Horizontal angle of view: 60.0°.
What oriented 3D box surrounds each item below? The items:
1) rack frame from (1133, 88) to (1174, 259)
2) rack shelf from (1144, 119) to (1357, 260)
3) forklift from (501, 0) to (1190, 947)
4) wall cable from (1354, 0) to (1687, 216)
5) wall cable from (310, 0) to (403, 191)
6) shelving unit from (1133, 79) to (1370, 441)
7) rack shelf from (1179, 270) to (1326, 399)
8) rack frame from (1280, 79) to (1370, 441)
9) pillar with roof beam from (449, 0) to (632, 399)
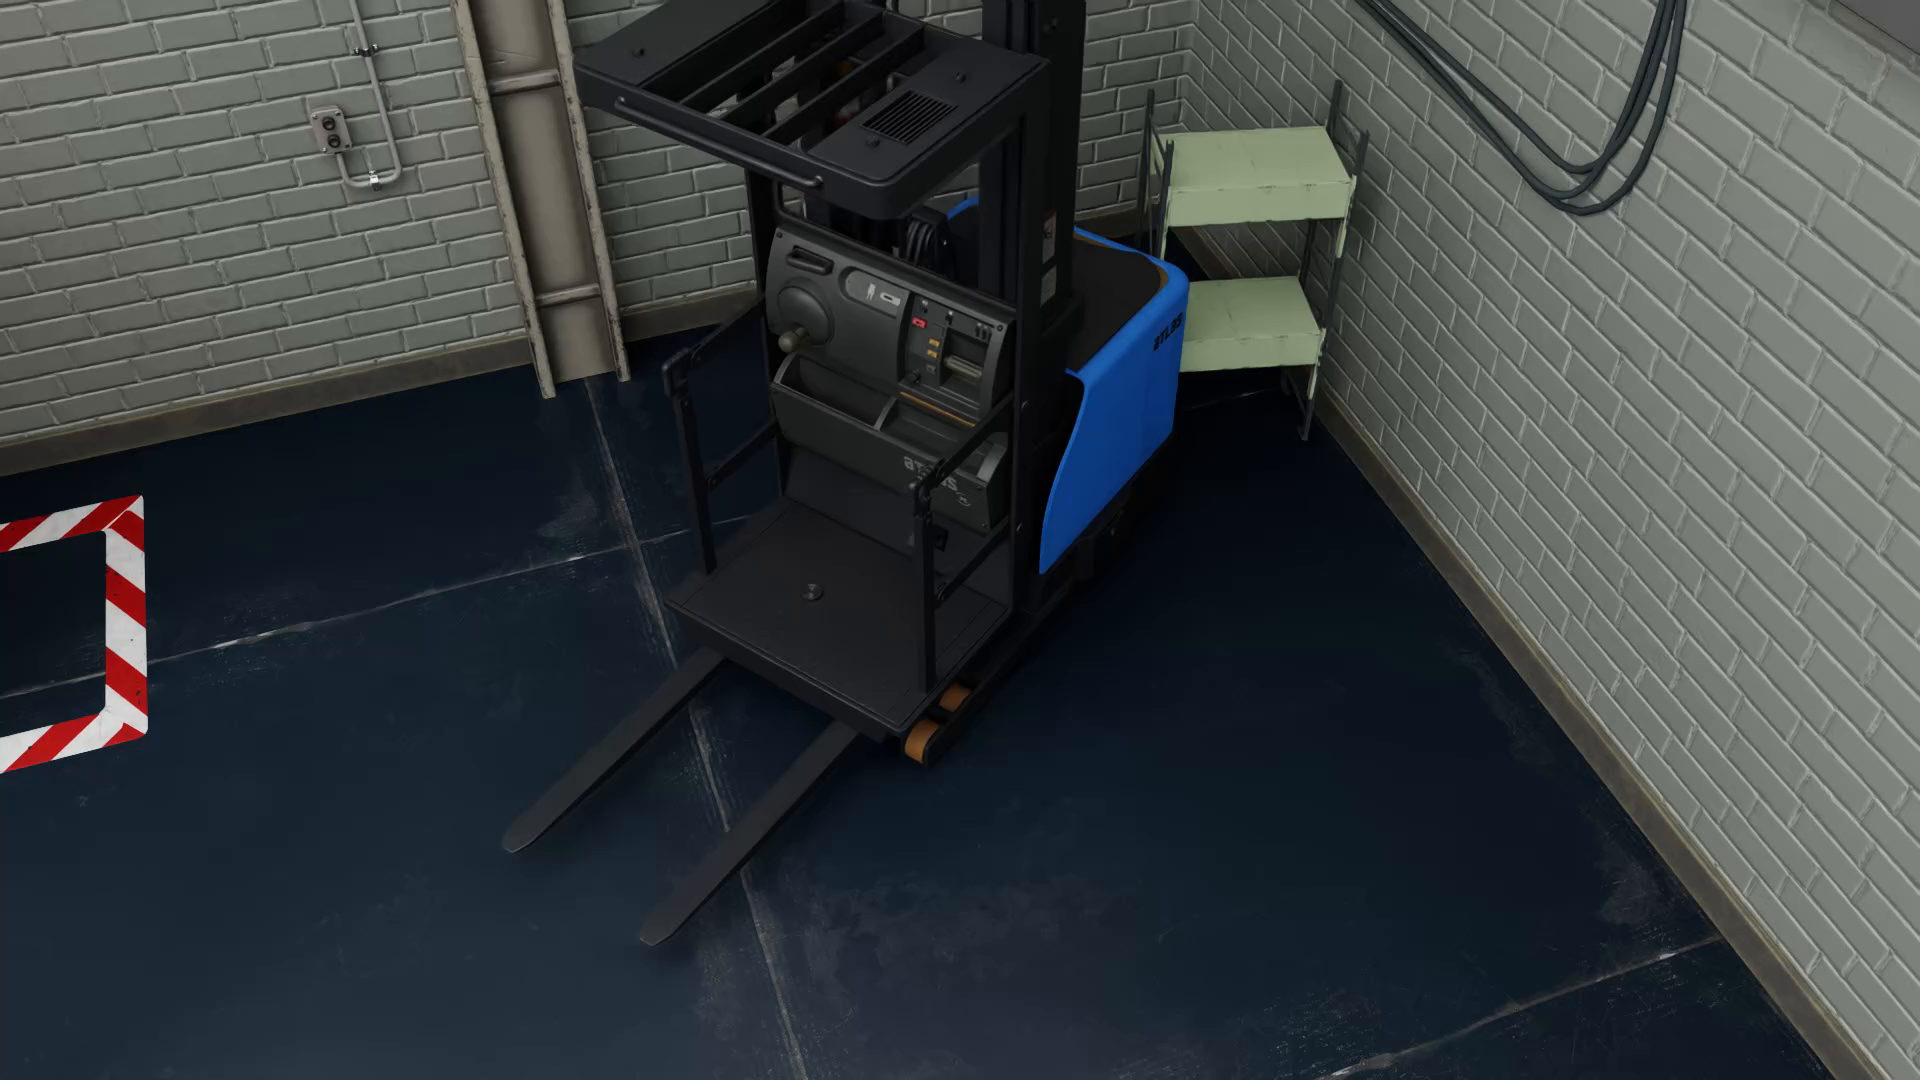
[{"bbox_3d":[0.743,-1.049,6.727,0.023,1.500,0.400,-4,45,-5],"label":"rack frame"},{"bbox_3d":[1.110,-1.352,6.482,0.720,0.370,0.431,-4,45,-5],"label":"rack shelf"},{"bbox_3d":[-0.371,-0.627,5.305,1.130,2.935,3.031,26,51,24],"label":"forklift"},{"bbox_3d":[1.484,-2.753,5.332,0.112,2.526,3.097,-14,47,-14],"label":"wall cable"},{"bbox_3d":[-3.074,-1.906,5.814,1.851,1.984,0.084,-14,47,-14],"label":"wall cable"},{"bbox_3d":[1.107,-1.074,6.757,0.755,1.500,0.431,-4,45,-5],"label":"shelving unit"},{"bbox_3d":[1.105,-0.843,6.986,0.720,0.370,0.431,-4,45,-5],"label":"rack shelf"},{"bbox_3d":[1.471,-1.100,6.786,0.023,1.500,0.400,-4,45,-5],"label":"rack frame"},{"bbox_3d":[-0.249,-1.084,1.477,0.400,9.000,9.100,-14,47,-14],"label":"pillar with roof beam"}]
